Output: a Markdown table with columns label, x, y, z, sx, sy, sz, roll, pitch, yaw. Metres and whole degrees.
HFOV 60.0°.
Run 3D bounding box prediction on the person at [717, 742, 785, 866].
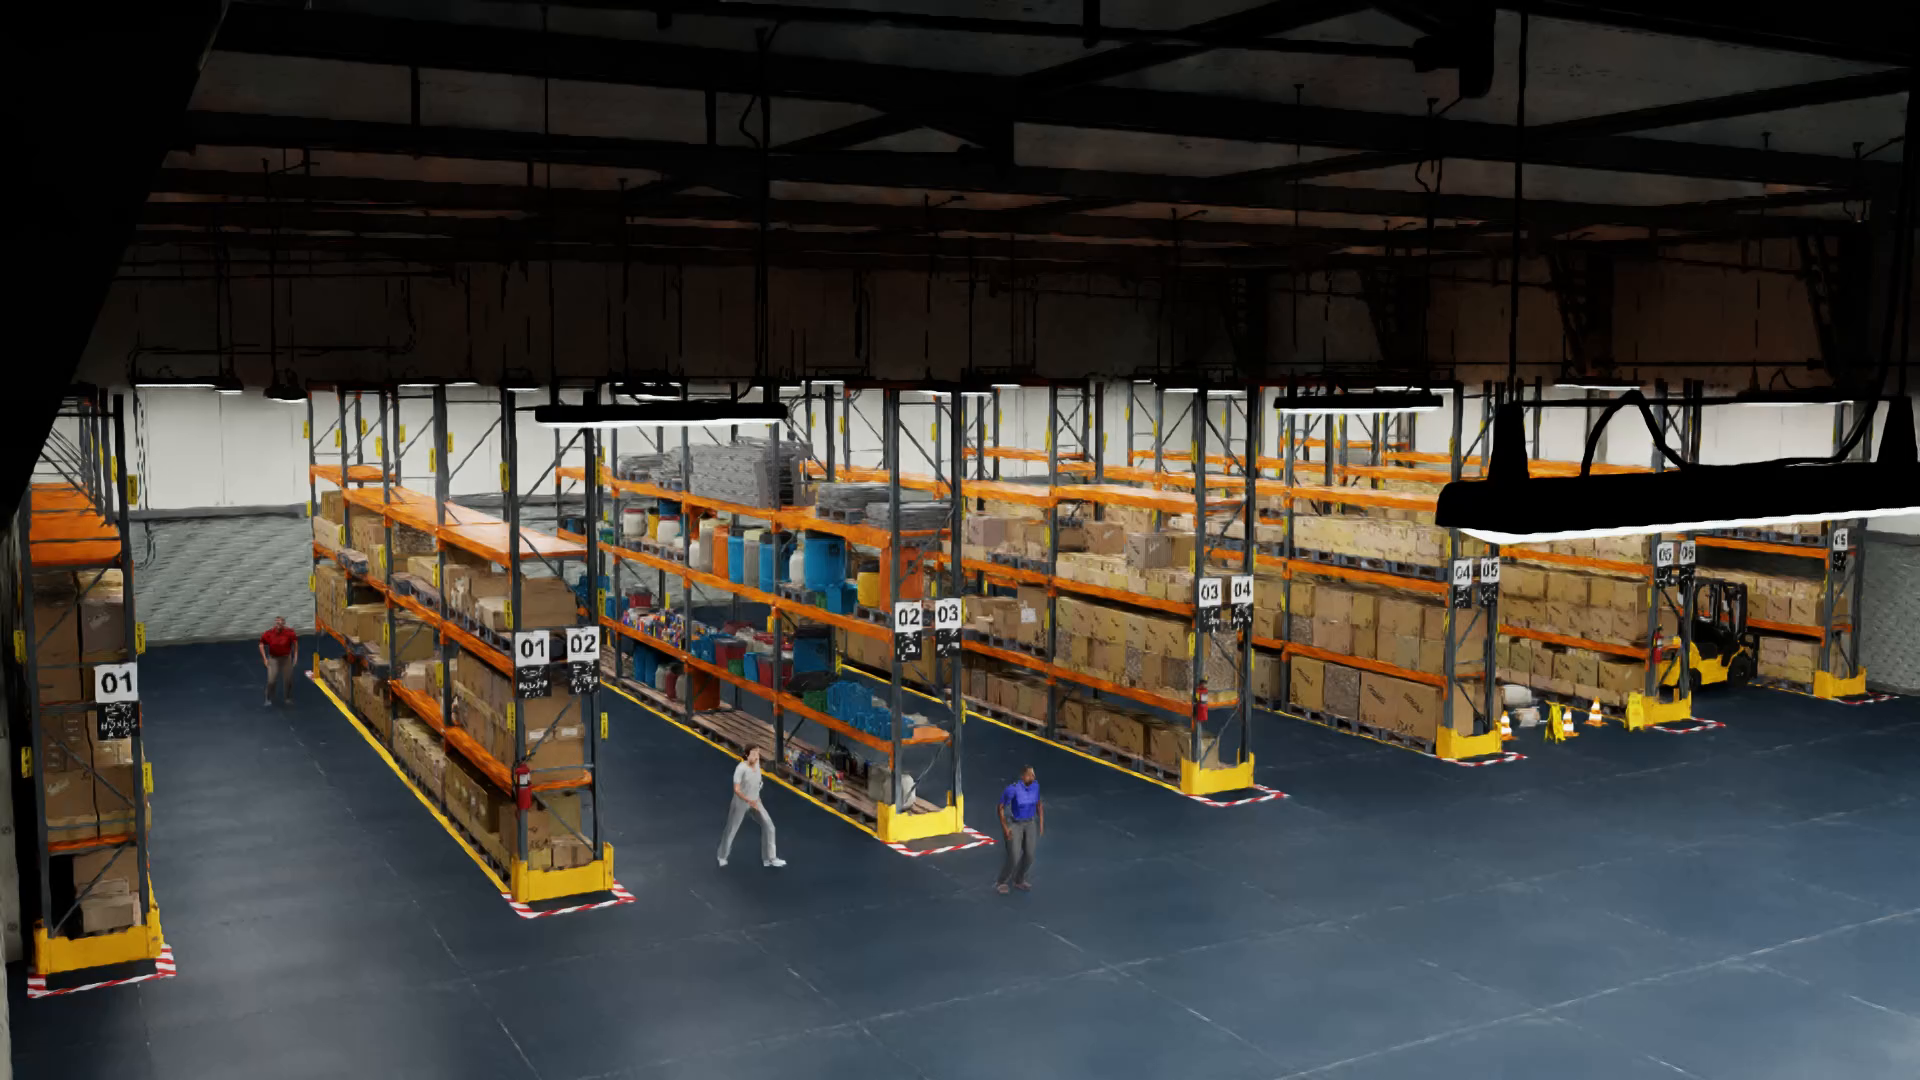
| label | x | y | z | sx | sy | sz | roll | pitch | yaw |
| --- | --- | --- | --- | --- | --- | --- | --- | --- | --- |
| person | -2.678 | 3.305 | 20.886 | 0.817 | 1.602 | 0.599 | 6 | 8 | 44 |

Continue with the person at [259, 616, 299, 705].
| label | x | y | z | sx | sy | sz | roll | pitch | yaw |
| --- | --- | --- | --- | --- | --- | --- | --- | --- | --- |
| person | -12.628 | 2.271 | 30.862 | 0.682 | 1.583 | 0.529 | -4 | 7 | -30 |

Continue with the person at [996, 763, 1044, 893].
| label | x | y | z | sx | sy | sz | roll | pitch | yaw |
| --- | --- | --- | --- | --- | --- | --- | --- | --- | --- |
| person | 0.721 | 3.430 | 19.892 | 0.592 | 1.604 | 0.513 | -4 | 7 | -31 |
